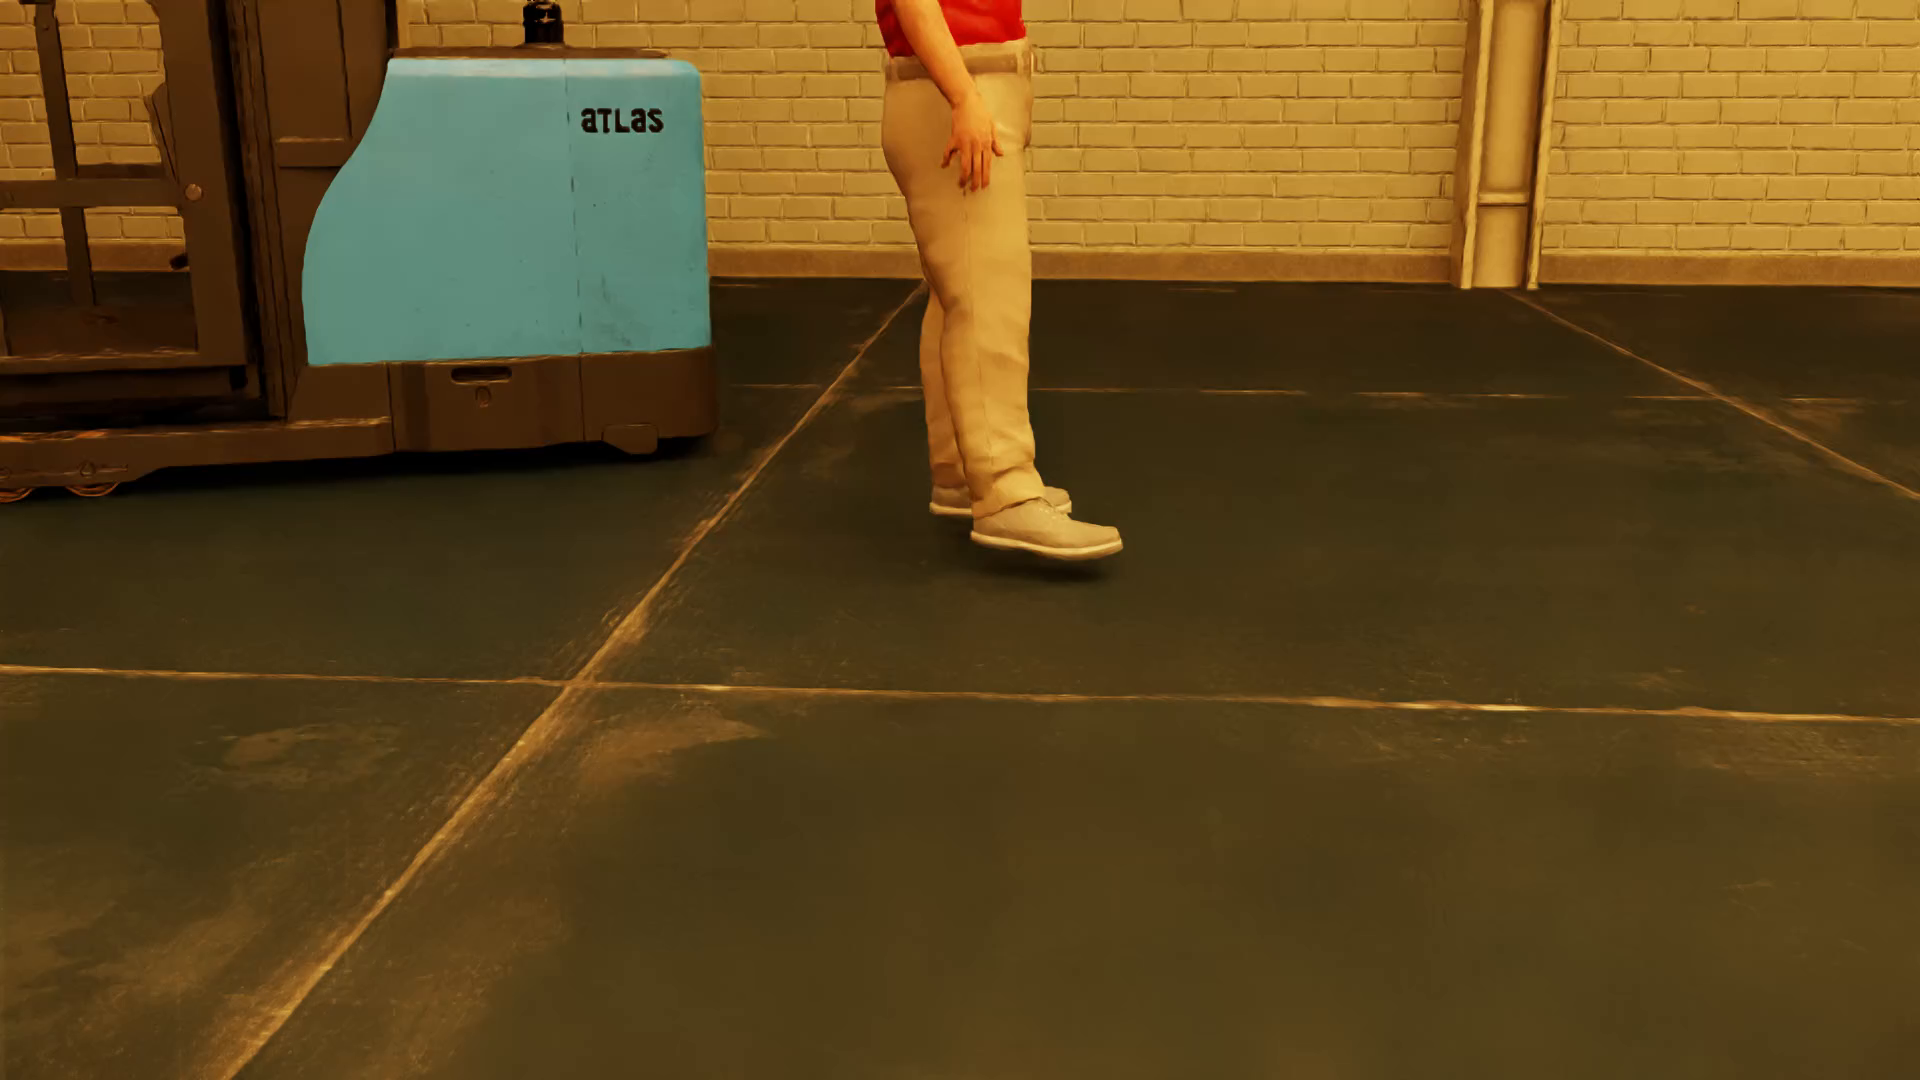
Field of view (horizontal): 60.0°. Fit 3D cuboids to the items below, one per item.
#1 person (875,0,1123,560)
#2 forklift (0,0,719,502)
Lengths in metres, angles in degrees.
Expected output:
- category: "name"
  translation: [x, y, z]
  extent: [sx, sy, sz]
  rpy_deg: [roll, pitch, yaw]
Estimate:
- category: "person"
  translation: [0.089, -0.875, 3.557]
  extent: [0.550, 1.726, 0.640]
  rpy_deg: [1, 15, 4]
- category: "forklift"
  translation: [-2.255, -1.663, 4.345]
  extent: [3.031, 2.935, 1.130]
  rpy_deg: [-4, 16, -15]
